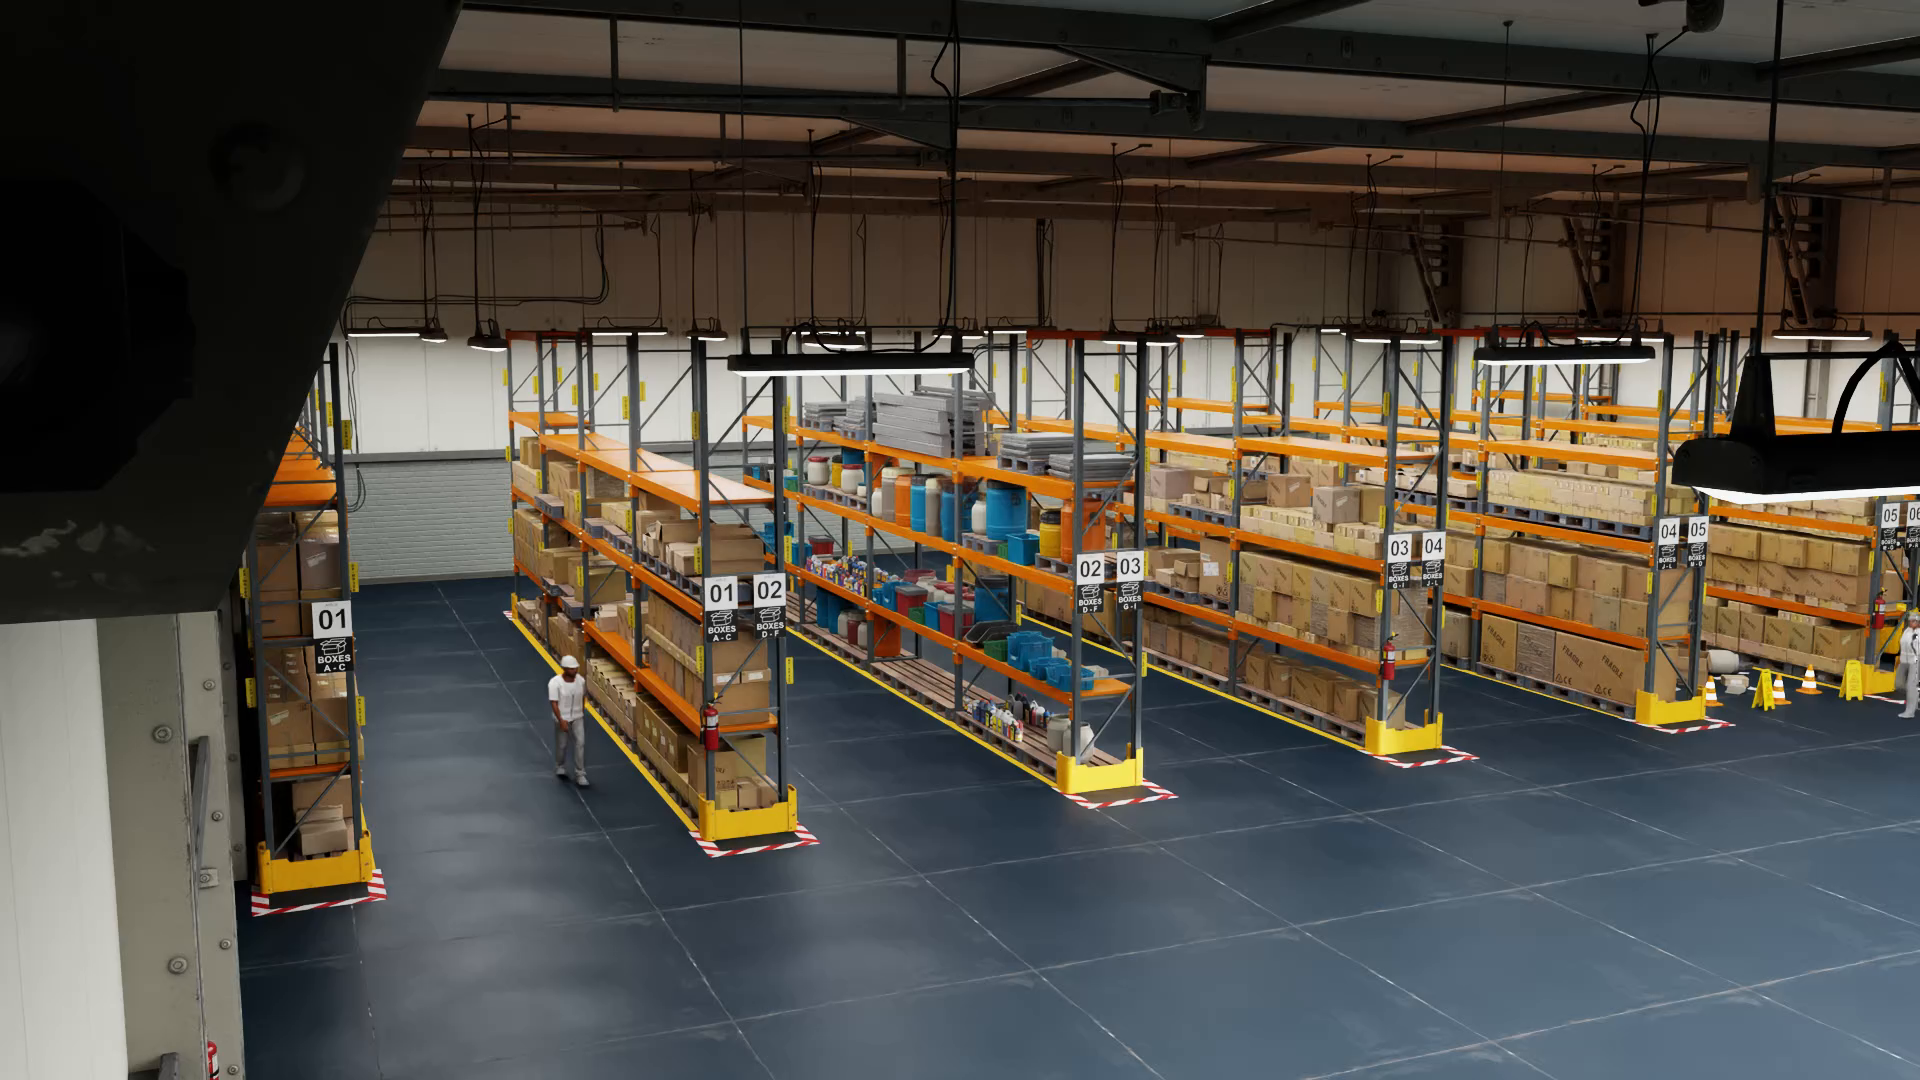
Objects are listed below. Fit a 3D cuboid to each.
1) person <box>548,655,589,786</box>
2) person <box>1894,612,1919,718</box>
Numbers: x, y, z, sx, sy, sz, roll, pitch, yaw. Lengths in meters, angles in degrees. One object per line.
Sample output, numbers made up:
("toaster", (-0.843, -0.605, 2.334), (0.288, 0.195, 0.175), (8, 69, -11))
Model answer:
("person", (-5.273, 2.412, 22.530), (0.562, 1.709, 0.974), (-5, 9, -33))
("person", (14.980, 1.940, 26.114), (0.569, 1.669, 0.458), (-3, 8, -23))
